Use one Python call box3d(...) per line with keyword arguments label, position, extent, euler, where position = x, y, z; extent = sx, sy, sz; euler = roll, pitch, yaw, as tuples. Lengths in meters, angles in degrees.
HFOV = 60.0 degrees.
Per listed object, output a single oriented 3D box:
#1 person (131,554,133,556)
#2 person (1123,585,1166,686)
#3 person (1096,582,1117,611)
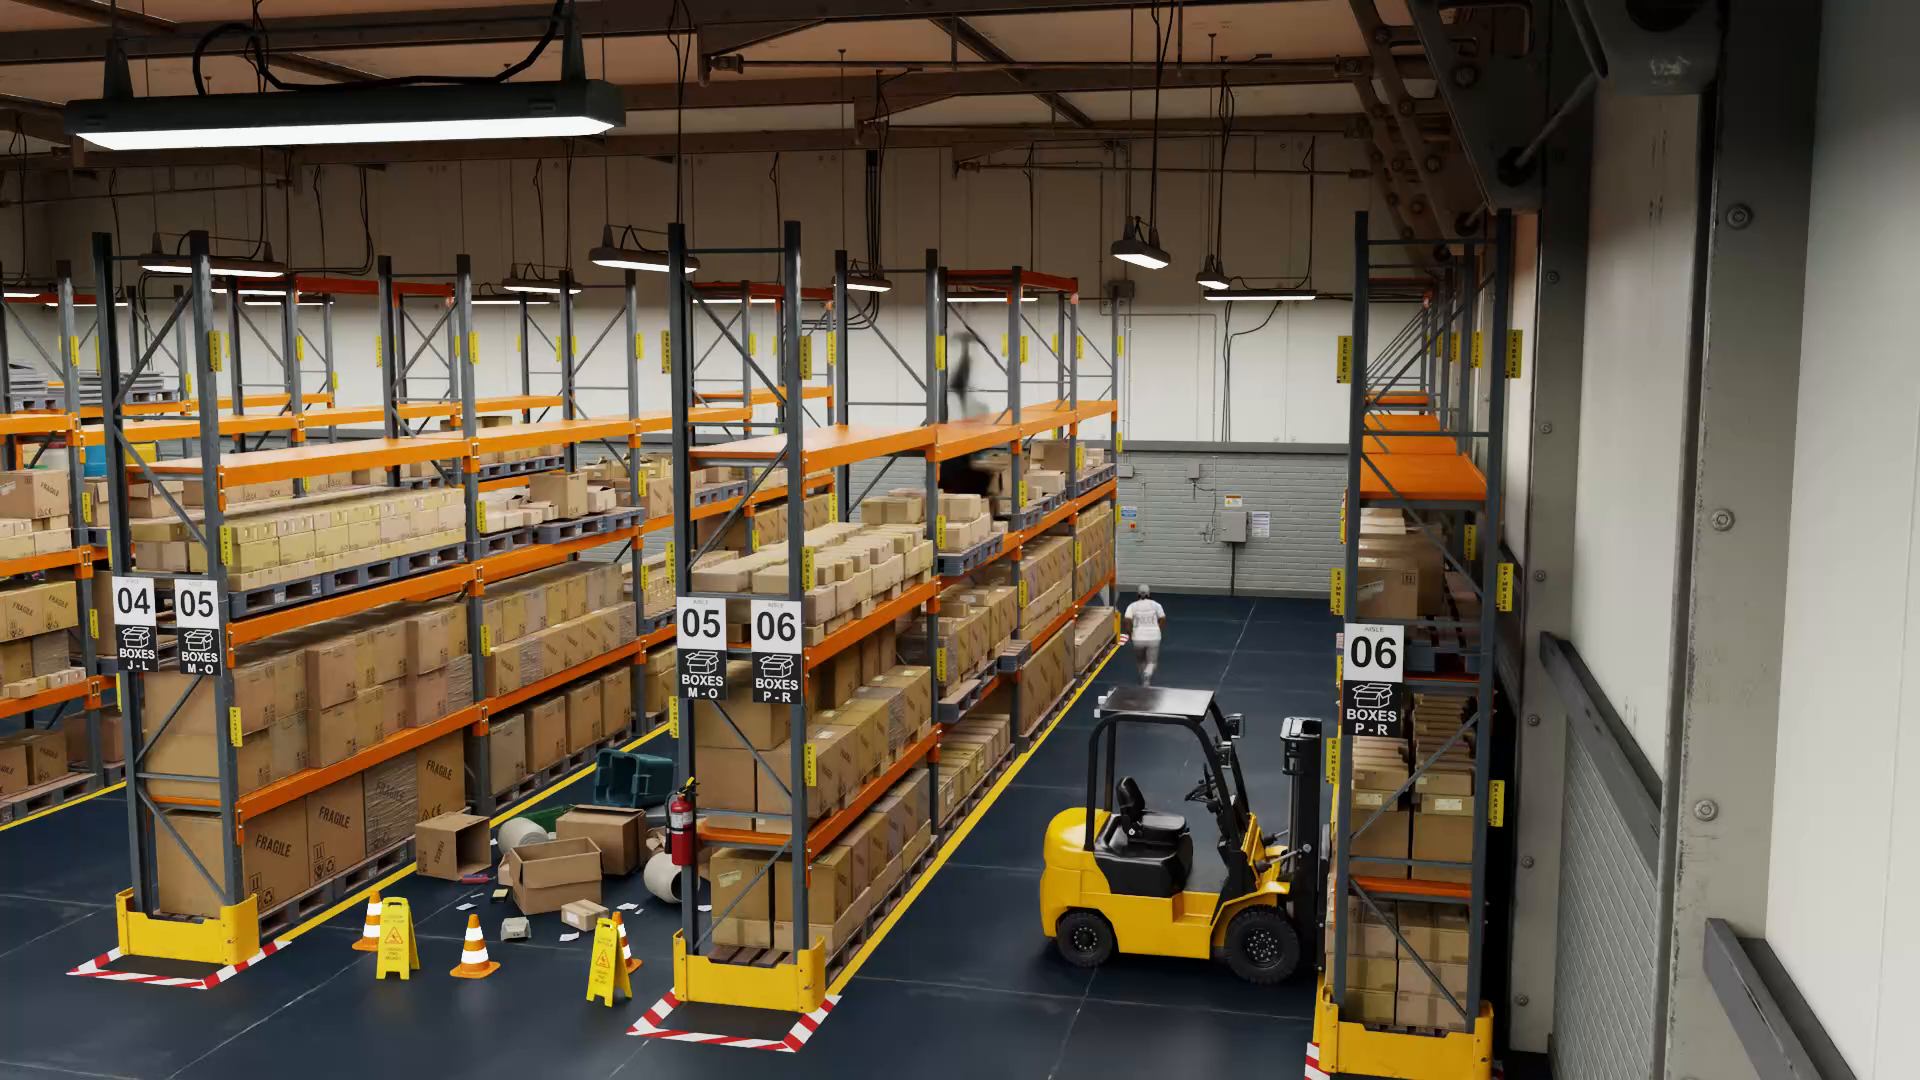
box3d(label="person", position=(-15.592, 0.565, 31.300), extent=(0.577, 1.642, 0.732), euler=(-1, 7, -5))
box3d(label="person", position=(2.639, 1.492, 23.780), extent=(0.605, 1.663, 0.921), euler=(1, 7, 9))
box3d(label="person", position=(2.620, 0.505, 31.094), extent=(0.665, 1.748, 0.687), euler=(0, 7, -3))
